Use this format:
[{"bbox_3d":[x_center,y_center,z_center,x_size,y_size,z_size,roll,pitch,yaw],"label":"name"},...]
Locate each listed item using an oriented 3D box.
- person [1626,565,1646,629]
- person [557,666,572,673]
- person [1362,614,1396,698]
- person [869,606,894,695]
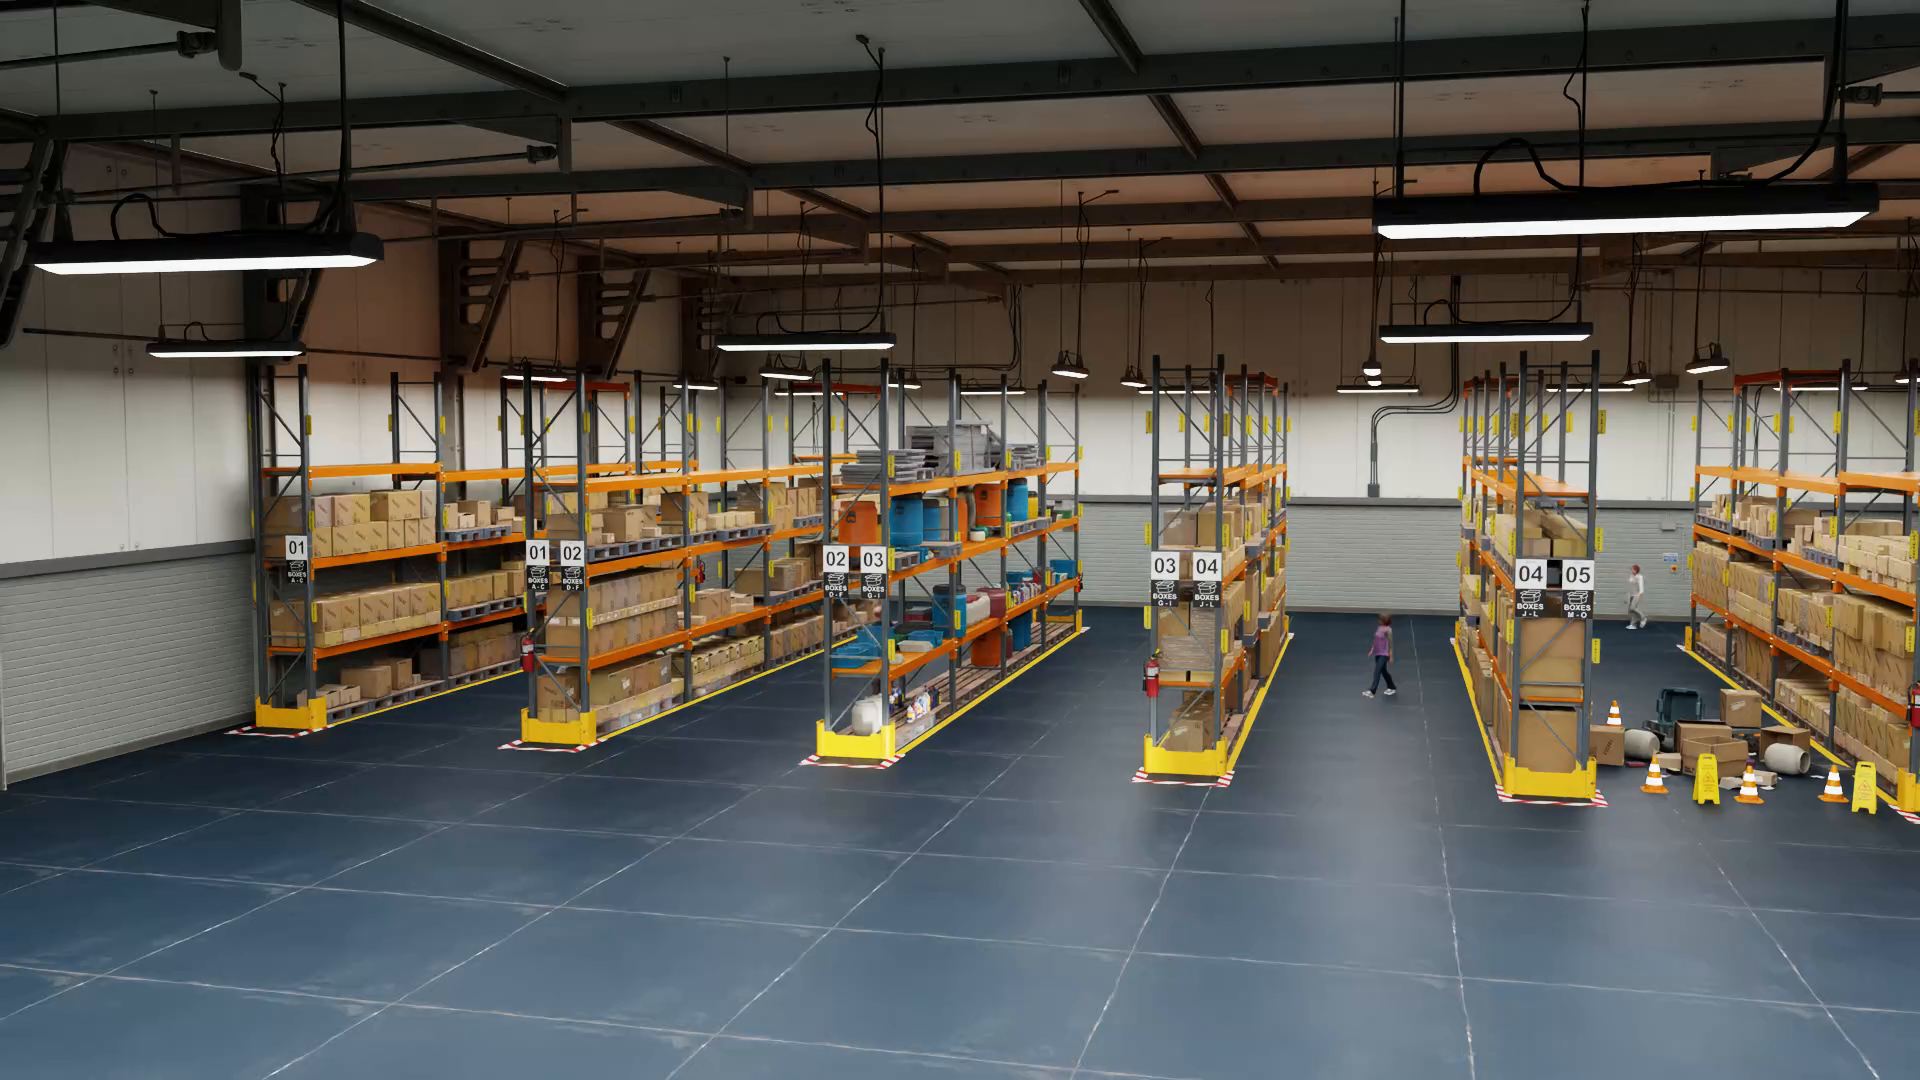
[{"bbox_3d":[16.536,1.388,40.690,0.461,1.587,0.427,-1,4,-16],"label":"person"},{"bbox_3d":[-7.331,1.971,31.207,0.605,1.784,0.598,3,5,37],"label":"person"},{"bbox_3d":[7.712,2.115,30.594,0.956,1.531,0.477,-2,4,-25],"label":"person"},{"bbox_3d":[-1.453,2.078,30.140,0.617,1.777,0.436,-3,5,-32],"label":"person"}]
